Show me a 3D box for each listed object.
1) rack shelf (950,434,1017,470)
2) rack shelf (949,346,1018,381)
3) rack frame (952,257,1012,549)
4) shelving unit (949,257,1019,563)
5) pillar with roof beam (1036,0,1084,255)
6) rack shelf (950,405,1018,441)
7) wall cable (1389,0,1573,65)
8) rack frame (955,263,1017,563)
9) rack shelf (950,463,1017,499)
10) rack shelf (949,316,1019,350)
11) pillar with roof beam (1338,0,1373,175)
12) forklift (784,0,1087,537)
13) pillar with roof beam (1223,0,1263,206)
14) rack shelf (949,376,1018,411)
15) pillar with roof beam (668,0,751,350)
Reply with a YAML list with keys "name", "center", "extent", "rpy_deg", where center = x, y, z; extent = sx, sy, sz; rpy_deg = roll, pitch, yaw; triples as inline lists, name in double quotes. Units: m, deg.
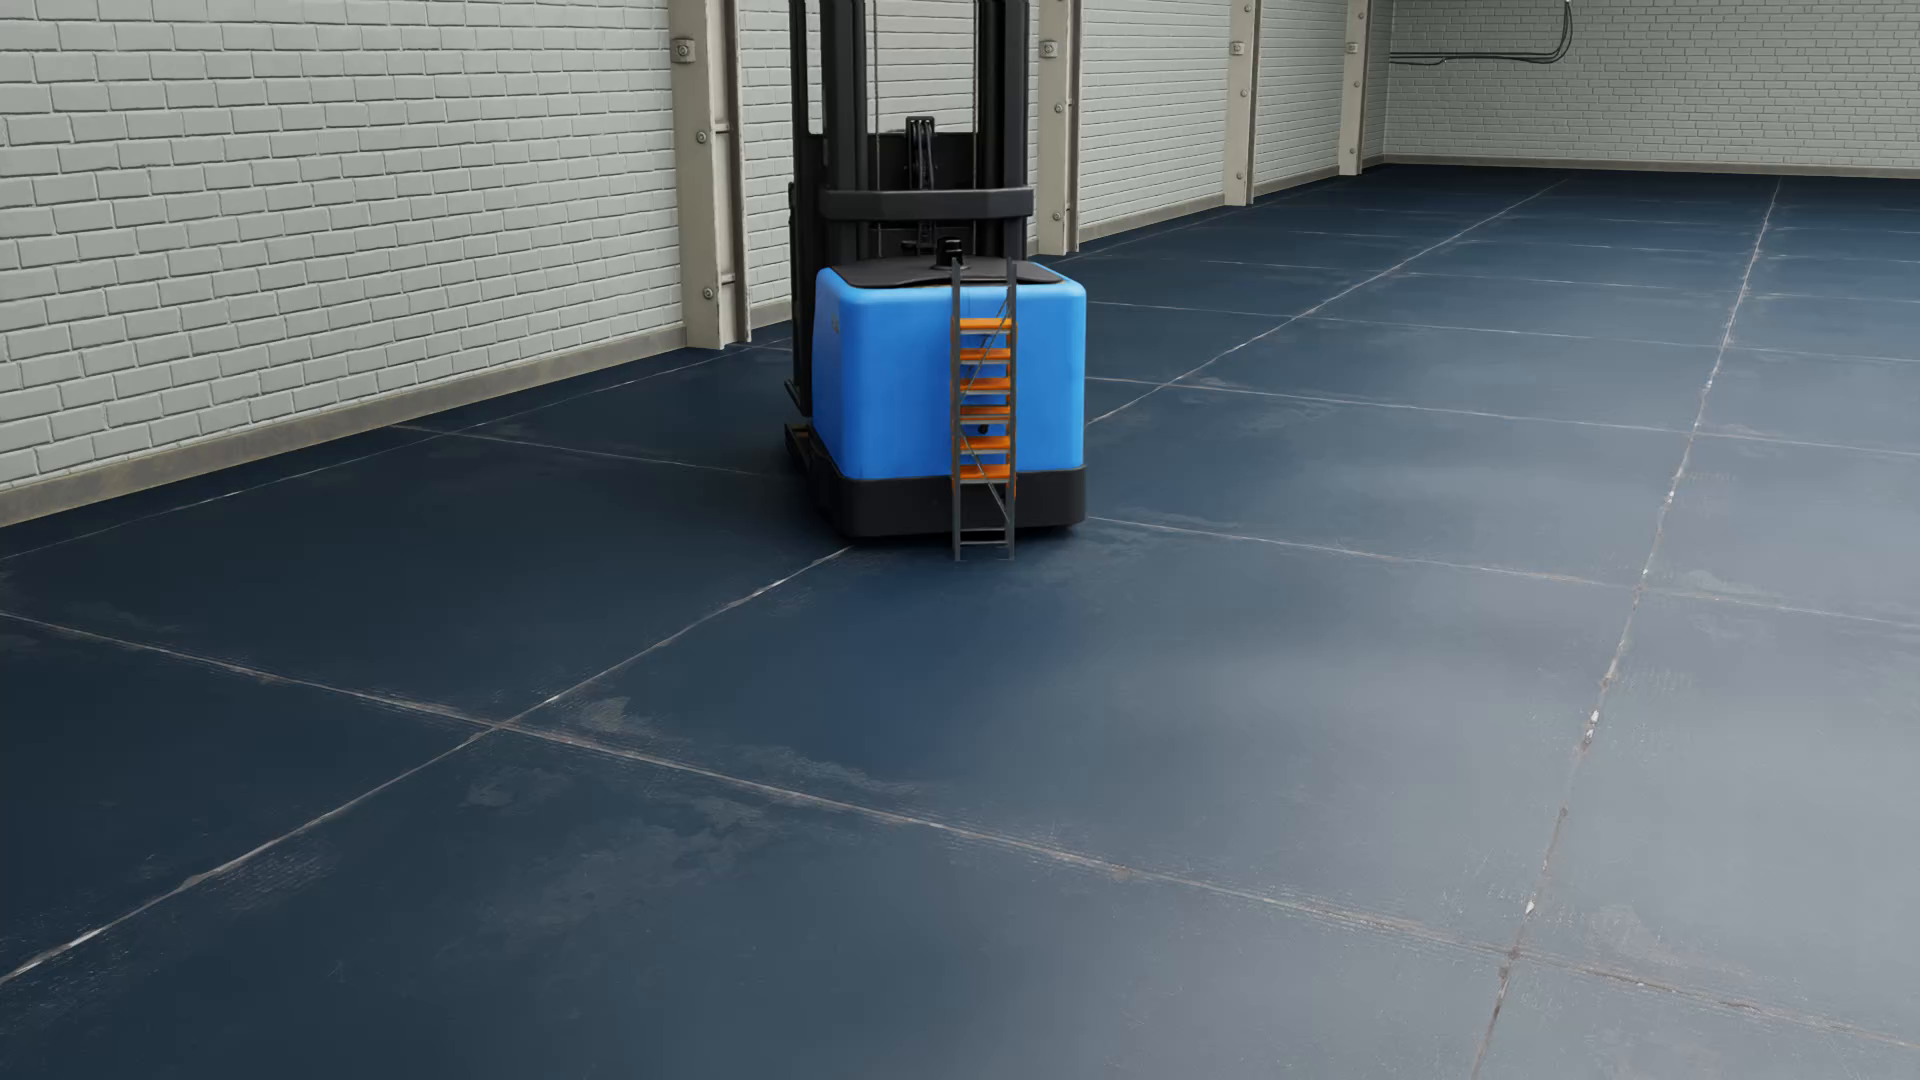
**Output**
- name: "rack shelf"
  center: [0.093, -0.356, 6.692]
  extent: [0.258, 0.103, 0.180]
  rpy_deg: [-1, 17, -4]
- name: "rack shelf"
  center: [0.093, -0.701, 6.589]
  extent: [0.258, 0.103, 0.180]
  rpy_deg: [-1, 17, -4]
- name: "rack frame"
  center: [0.086, -0.539, 6.732]
  extent: [0.240, 1.200, 0.006]
  rpy_deg: [-1, 17, -4]
- name: "shelving unit"
  center: [0.093, -0.513, 6.645]
  extent: [0.258, 1.200, 0.189]
  rpy_deg: [-1, 17, -4]
- name: "pillar with roof beam"
  center: [4.833, -6.673, 13.685]
  extent: [9.100, 9.000, 0.400]
  rpy_deg: [8, 18, 25]
- name: "rack shelf"
  center: [0.093, -0.471, 6.657]
  extent: [0.258, 0.103, 0.180]
  rpy_deg: [-1, 17, -4]
- name: "wall cable"
  center: [8.844, -9.371, 28.222]
  extent: [3.097, 2.526, 0.112]
  rpy_deg: [8, 18, 25]
- name: "rack frame"
  center: [0.100, -0.487, 6.557]
  extent: [0.240, 1.200, 0.006]
  rpy_deg: [-1, 17, -4]
- name: "rack shelf"
  center: [0.093, -0.240, 6.726]
  extent: [0.258, 0.103, 0.180]
  rpy_deg: [-1, 17, -4]
- name: "rack shelf"
  center: [0.093, -0.816, 6.555]
  extent: [0.258, 0.103, 0.180]
  rpy_deg: [-1, 17, -4]
- name: "pillar with roof beam"
  center: [10.196, -9.729, 23.976]
  extent: [9.100, 9.000, 0.400]
  rpy_deg: [8, 18, 25]
- name: "forklift"
  center: [-0.277, -1.795, 7.920]
  extent: [1.130, 2.935, 3.031]
  rpy_deg: [-3, 17, -12]
- name: "pillar with roof beam"
  center: [7.515, -8.201, 18.830]
  extent: [9.100, 9.000, 0.400]
  rpy_deg: [8, 18, 25]
- name: "rack shelf"
  center: [0.093, -0.586, 6.623]
  extent: [0.258, 0.103, 0.180]
  rpy_deg: [-1, 17, -4]
- name: "pillar with roof beam"
  center: [2.152, -5.144, 8.539]
  extent: [9.100, 9.000, 0.400]
  rpy_deg: [8, 18, 25]
